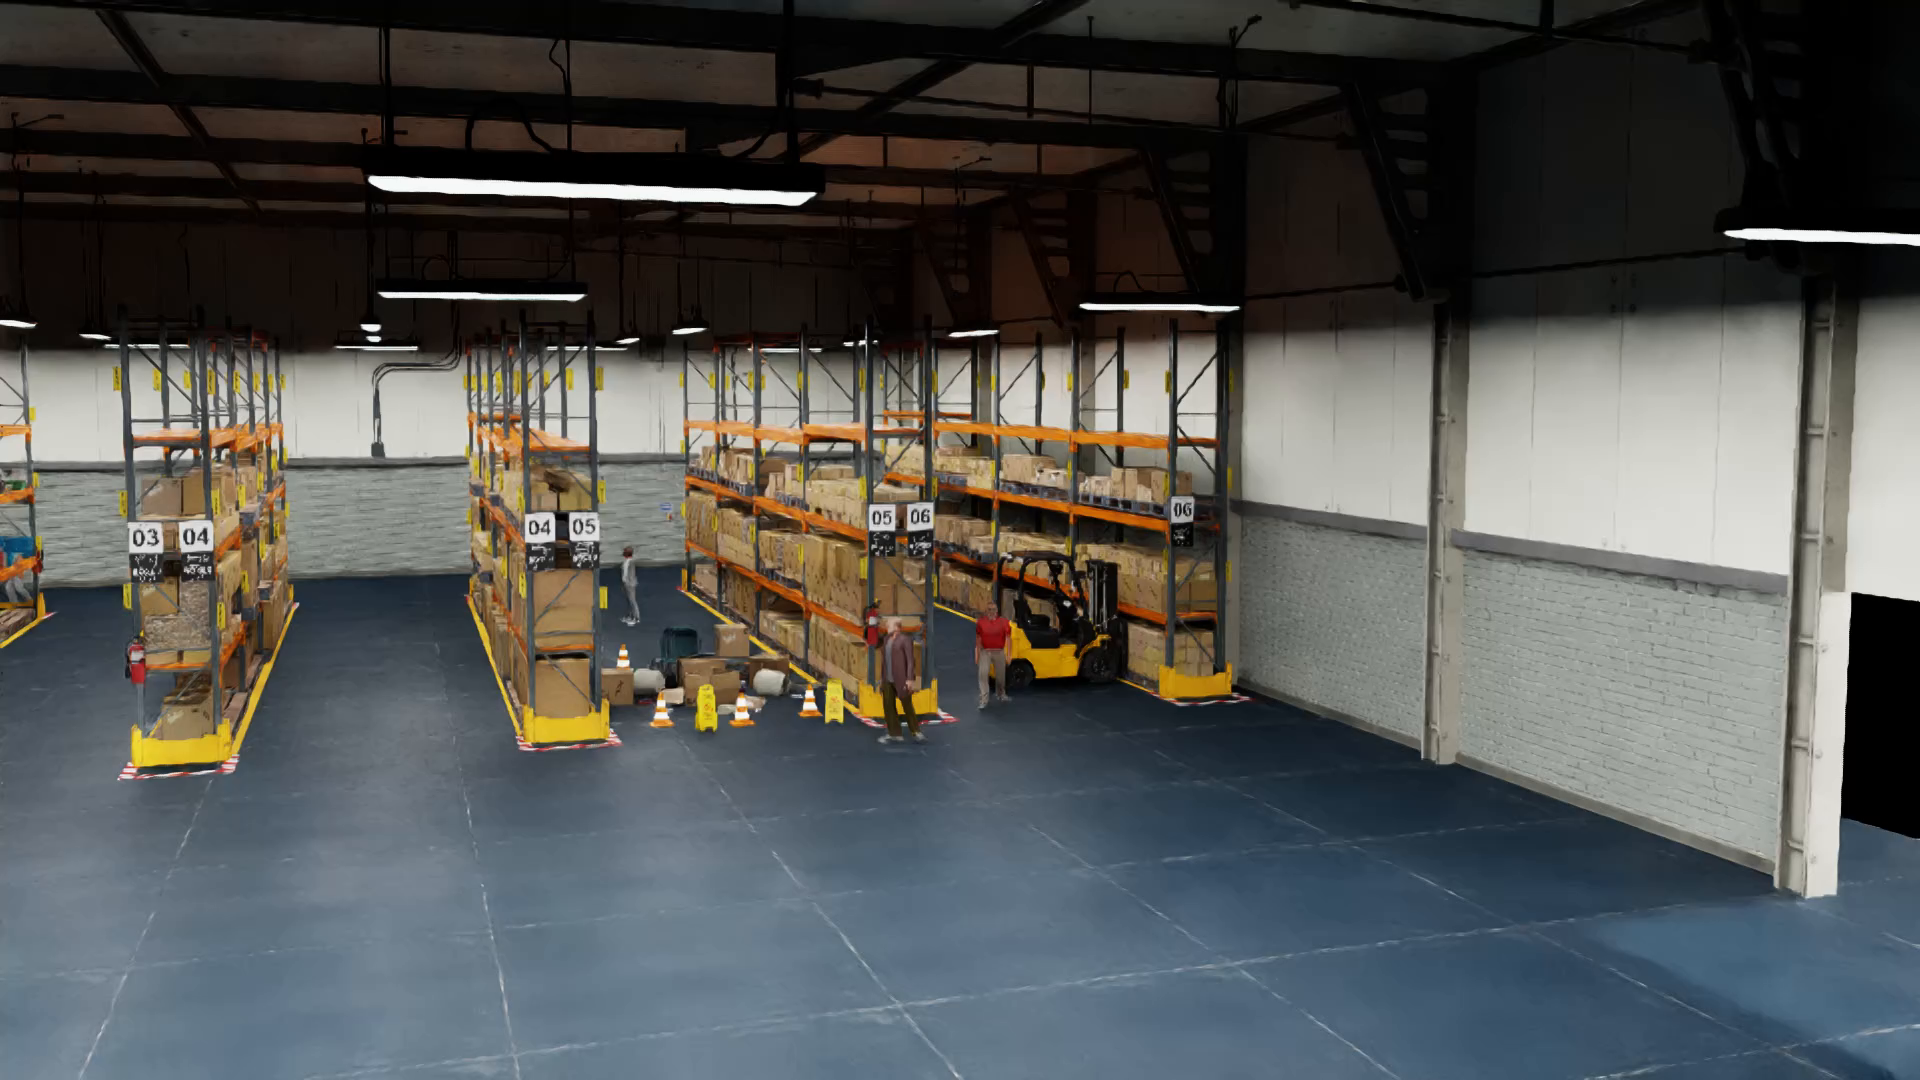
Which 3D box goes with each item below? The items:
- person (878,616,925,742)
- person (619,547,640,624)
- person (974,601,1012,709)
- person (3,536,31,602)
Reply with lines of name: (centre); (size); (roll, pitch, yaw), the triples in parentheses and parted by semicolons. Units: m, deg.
person: (-0.833, 1.931, 23.182); (0.689, 1.769, 0.587); (5, 7, 42)
person: (-6.868, 0.927, 34.476); (0.529, 1.590, 0.516); (1, 5, 8)
person: (0.512, 1.743, 25.615); (0.584, 1.663, 0.973); (0, 5, 1)
person: (-20.808, 0.715, 36.643); (0.552, 1.647, 0.595); (2, 6, 18)
